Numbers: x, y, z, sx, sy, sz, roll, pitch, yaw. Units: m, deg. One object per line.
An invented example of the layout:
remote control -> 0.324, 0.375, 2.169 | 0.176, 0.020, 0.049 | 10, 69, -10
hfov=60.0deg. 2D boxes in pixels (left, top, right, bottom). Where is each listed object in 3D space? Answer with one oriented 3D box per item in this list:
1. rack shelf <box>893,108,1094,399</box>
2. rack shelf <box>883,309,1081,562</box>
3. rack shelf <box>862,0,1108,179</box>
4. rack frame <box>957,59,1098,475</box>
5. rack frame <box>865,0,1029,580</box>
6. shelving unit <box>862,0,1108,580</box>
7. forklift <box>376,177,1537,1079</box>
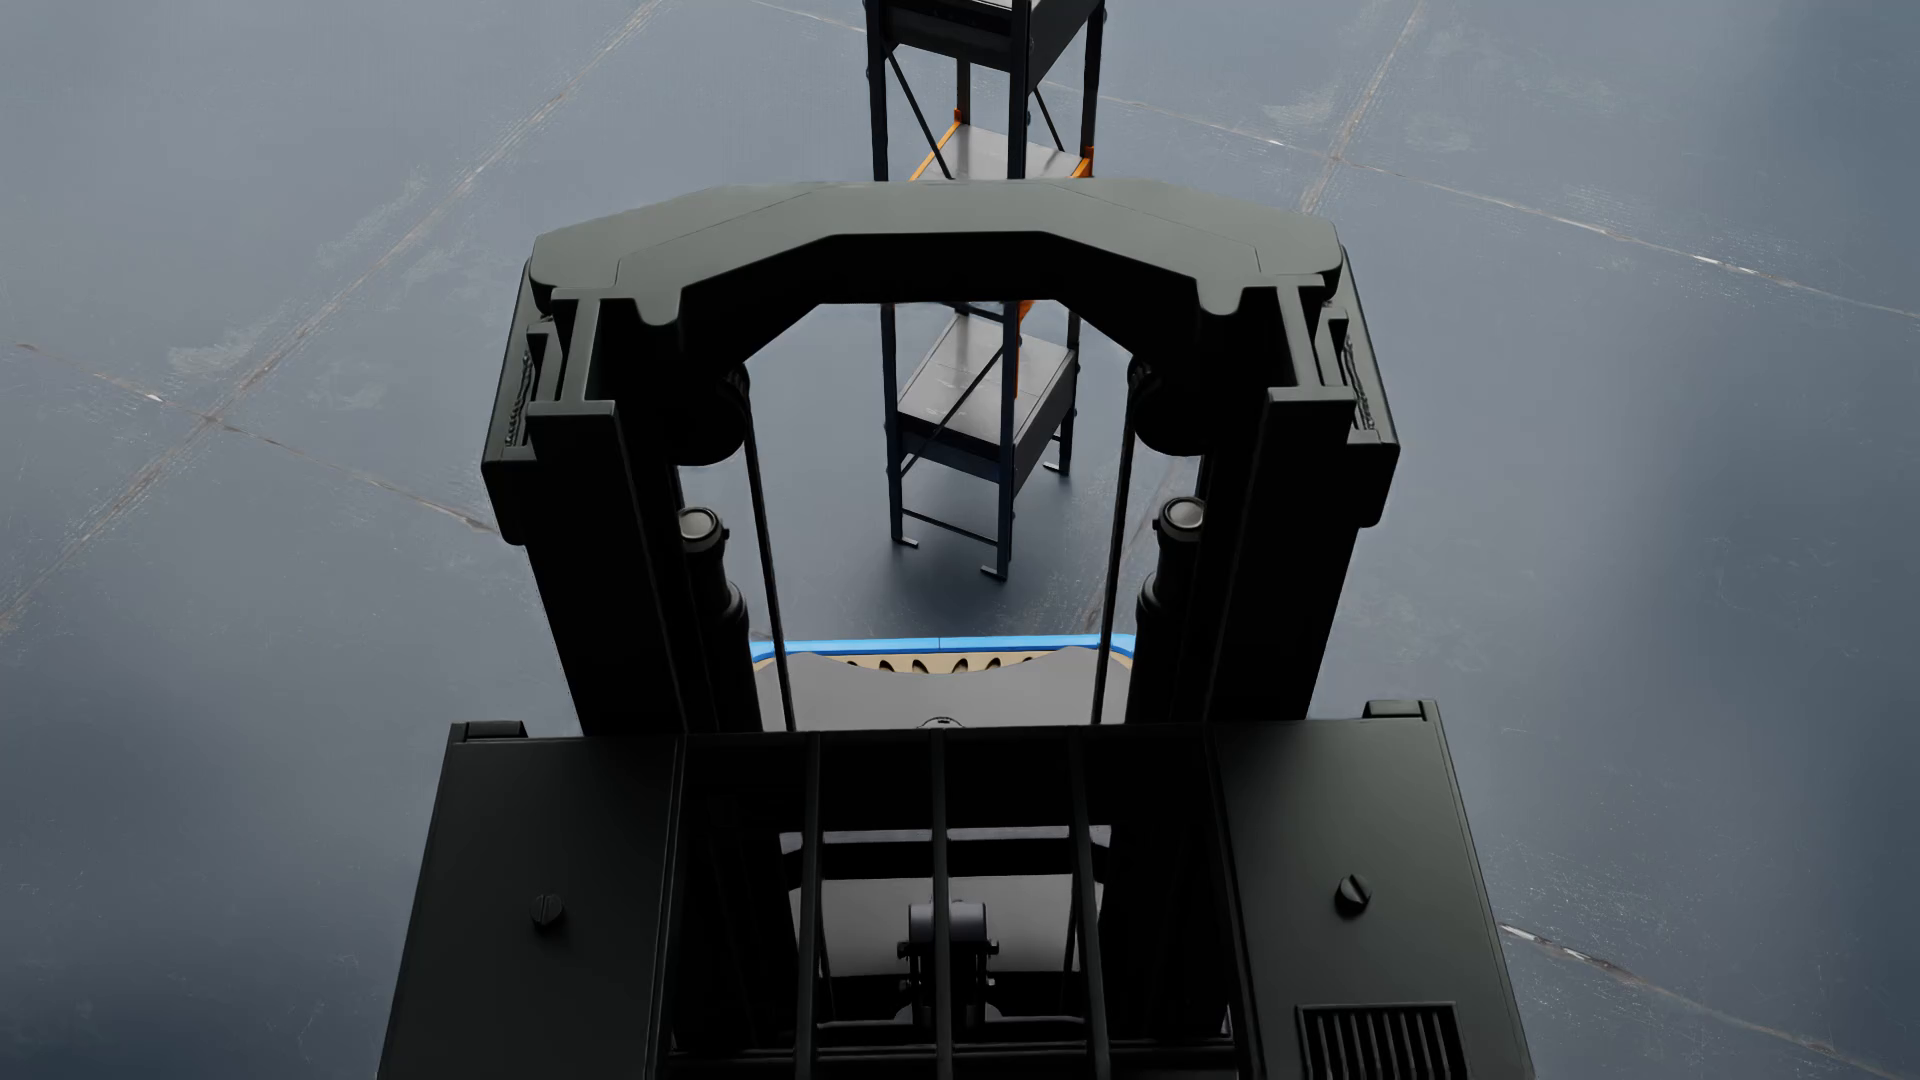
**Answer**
rack shelf -> 0.071, -0.786, 4.558 | 0.431, 0.518, 0.480 | 20, 52, 16
rack shelf -> 0.071, -0.332, 5.091 | 0.431, 0.518, 0.480 | 20, 52, 16
rack shelf -> 0.071, -1.239, 4.025 | 0.431, 0.518, 0.480 | 20, 52, 16
rack frame -> 0.175, -0.962, 4.690 | 0.400, 2.100, 0.015 | 20, 52, 16
rack frame -> -0.034, -0.626, 4.404 | 0.400, 2.100, 0.015 | 20, 52, 16
shelving unit -> 0.071, -0.794, 4.547 | 0.431, 2.100, 0.503 | 20, 52, 16
forklift -> -0.006, 1.085, 2.402 | 1.130, 2.935, 3.031 | -1, 50, -1
